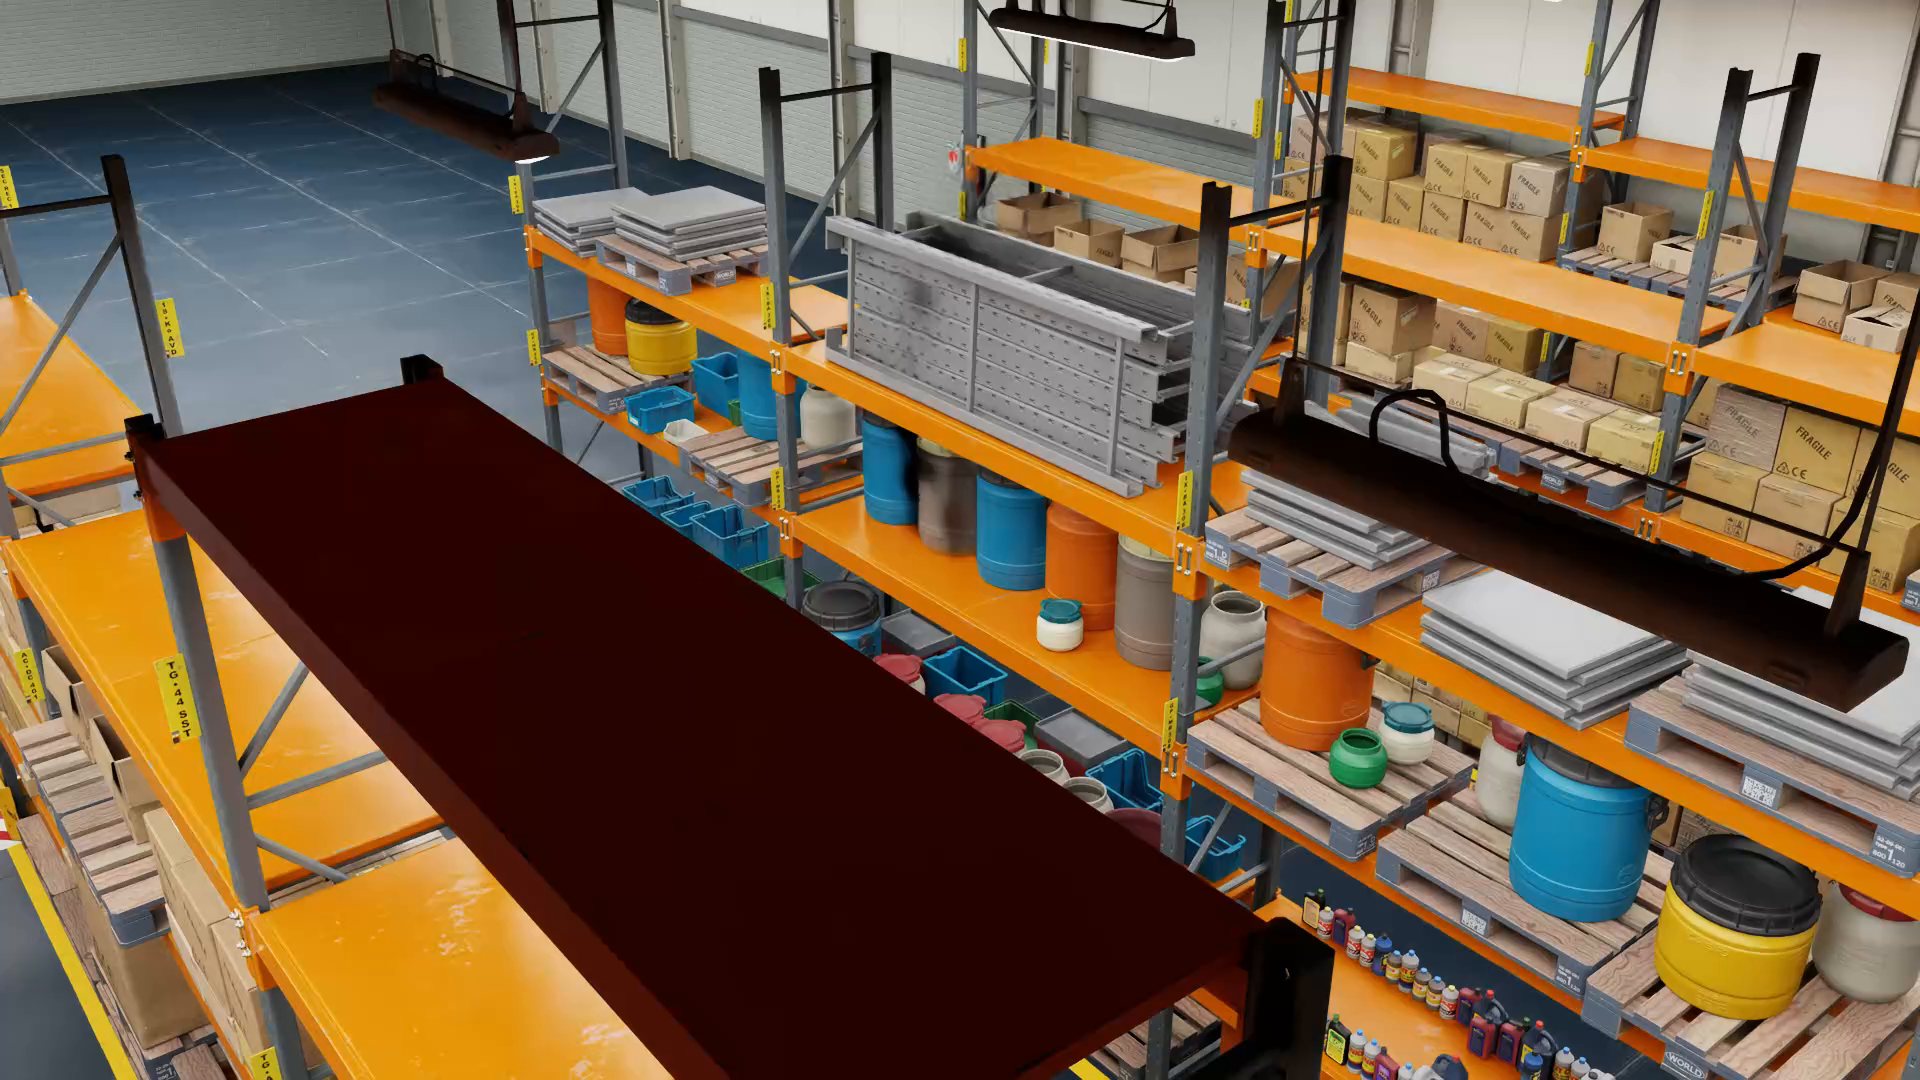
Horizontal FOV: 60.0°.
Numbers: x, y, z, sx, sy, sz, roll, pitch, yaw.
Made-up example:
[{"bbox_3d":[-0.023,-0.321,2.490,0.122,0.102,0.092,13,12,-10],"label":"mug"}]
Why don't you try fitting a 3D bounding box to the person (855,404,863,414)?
[{"bbox_3d":[-1.088,-1.664,19.805,0.818,1.694,0.599,-5,26,-11],"label":"person"}]
